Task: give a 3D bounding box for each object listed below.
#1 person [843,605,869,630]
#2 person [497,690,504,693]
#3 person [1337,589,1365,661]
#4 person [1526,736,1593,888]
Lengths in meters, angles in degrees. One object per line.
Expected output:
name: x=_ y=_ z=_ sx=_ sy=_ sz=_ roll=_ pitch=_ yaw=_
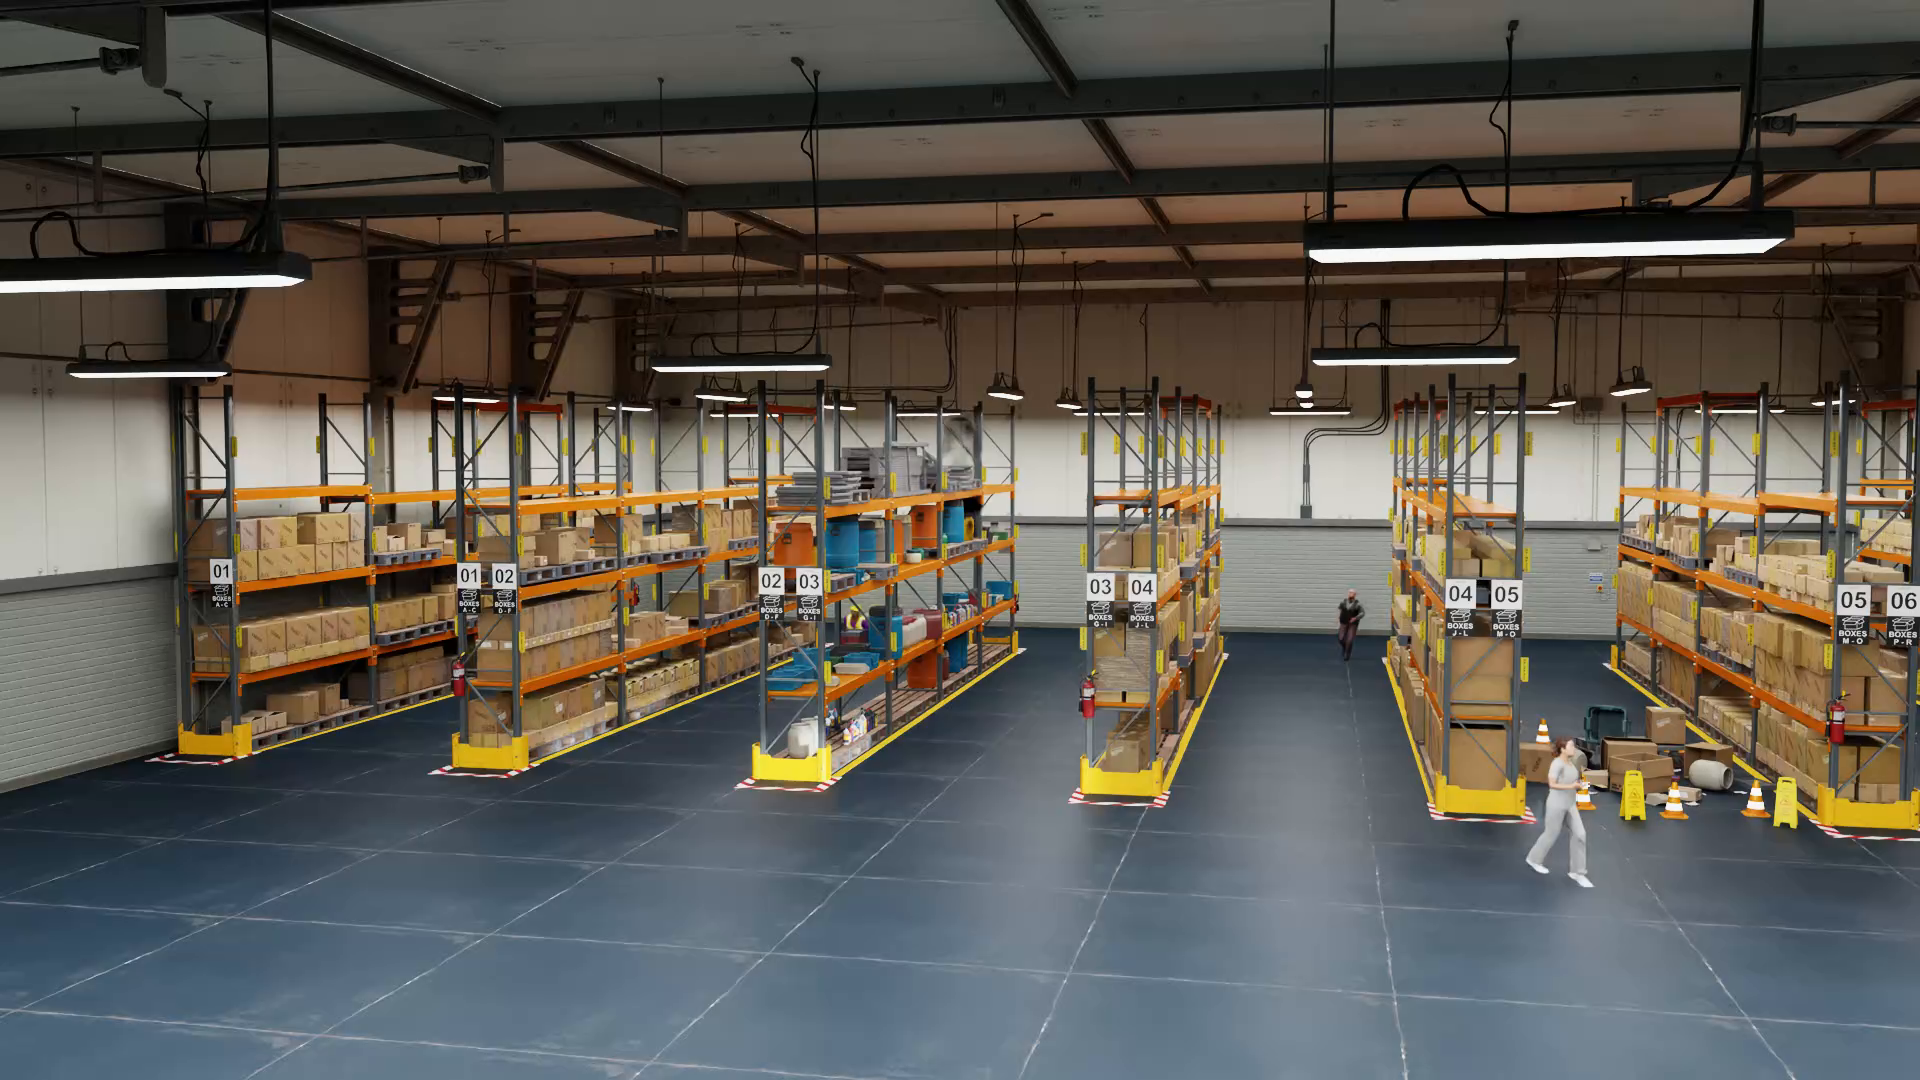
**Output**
person: x=-2.185 y=2.177 z=34.948 sx=0.656 sy=1.680 sz=0.735 roll=1 pitch=3 yaw=11
person: x=-8.179 y=2.618 z=29.770 sx=0.566 sy=1.432 sz=0.830 roll=0 pitch=3 yaw=-4
person: x=9.143 y=1.987 z=38.981 sx=0.688 sy=1.679 sz=0.532 roll=2 pitch=4 yaw=32
person: x=6.874 y=3.099 z=19.117 sx=0.543 sy=1.721 sz=0.824 roll=-3 pitch=4 yaw=-38
